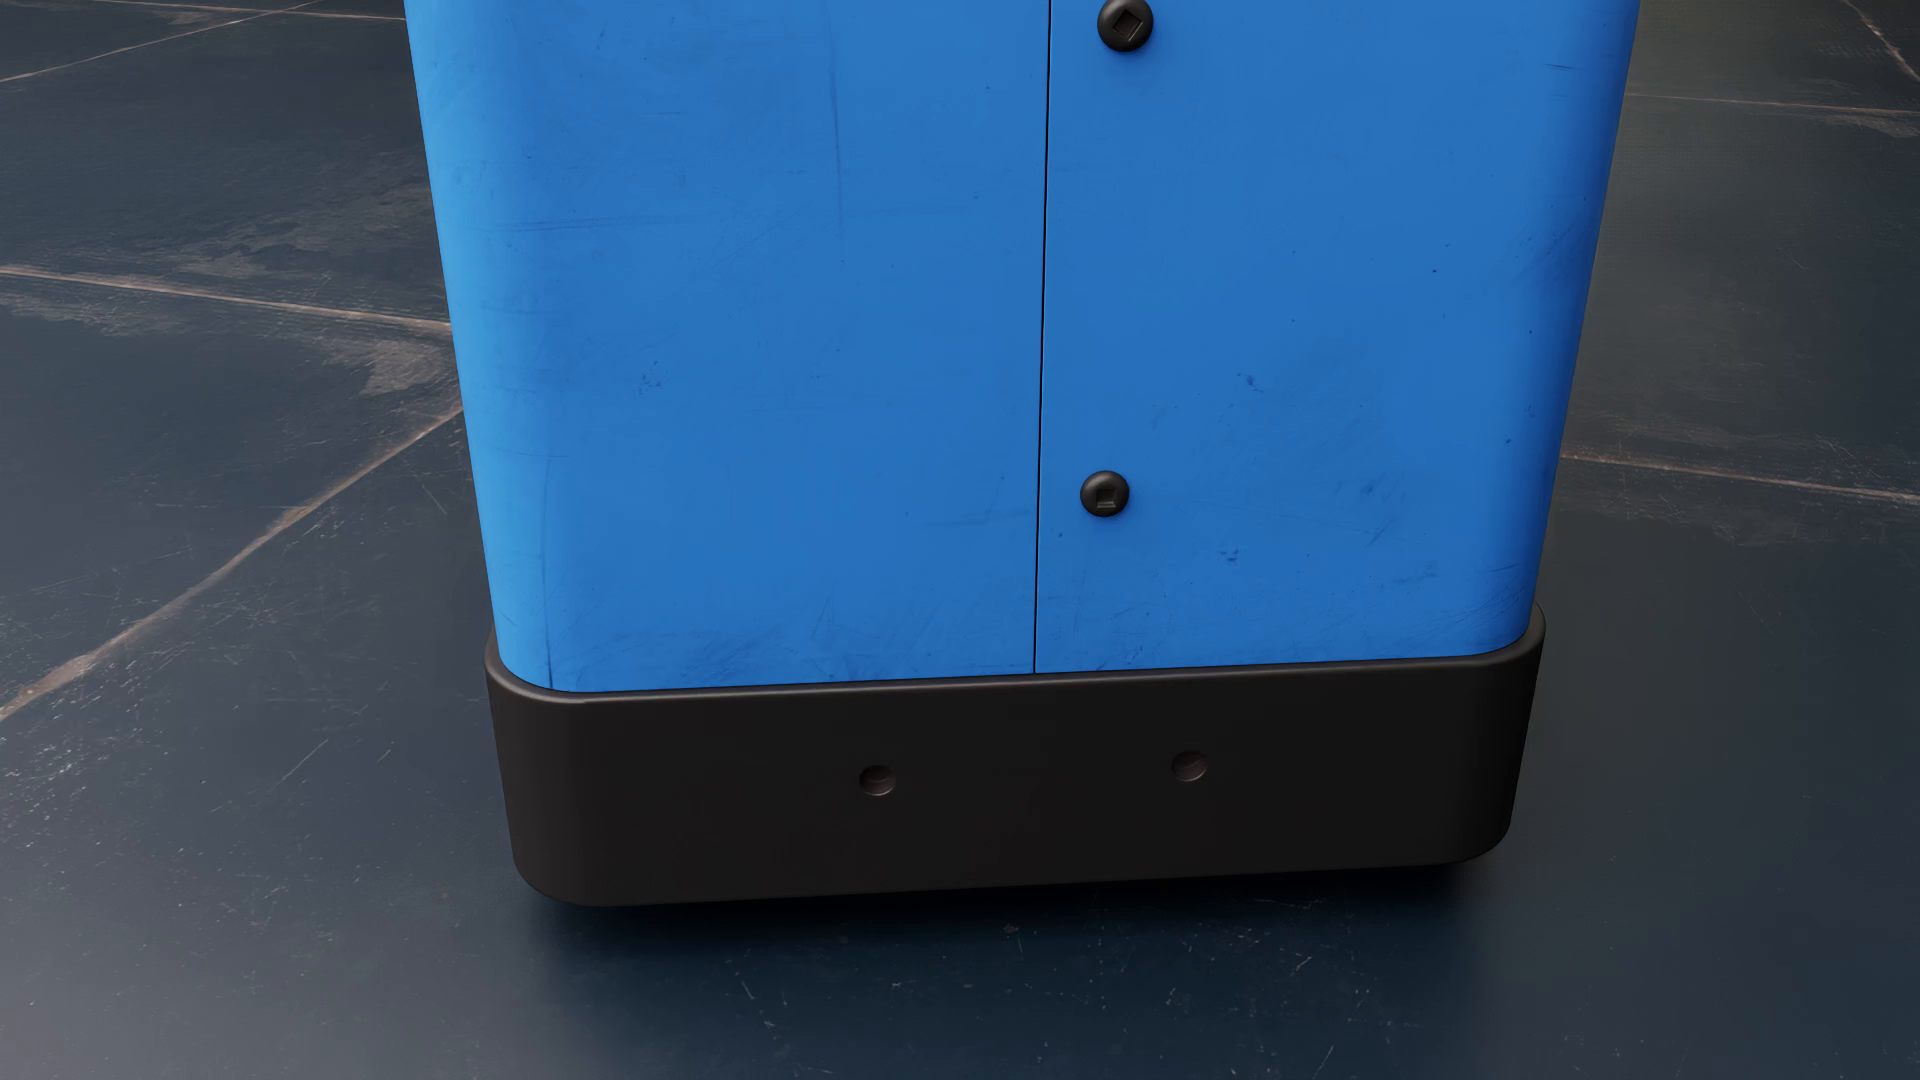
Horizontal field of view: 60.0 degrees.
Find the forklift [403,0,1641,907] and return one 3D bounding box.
[{"bbox_3d":[-0.048,-1.581,2.374,1.130,2.935,3.031,-2,27,-4],"label":"forklift"}]
